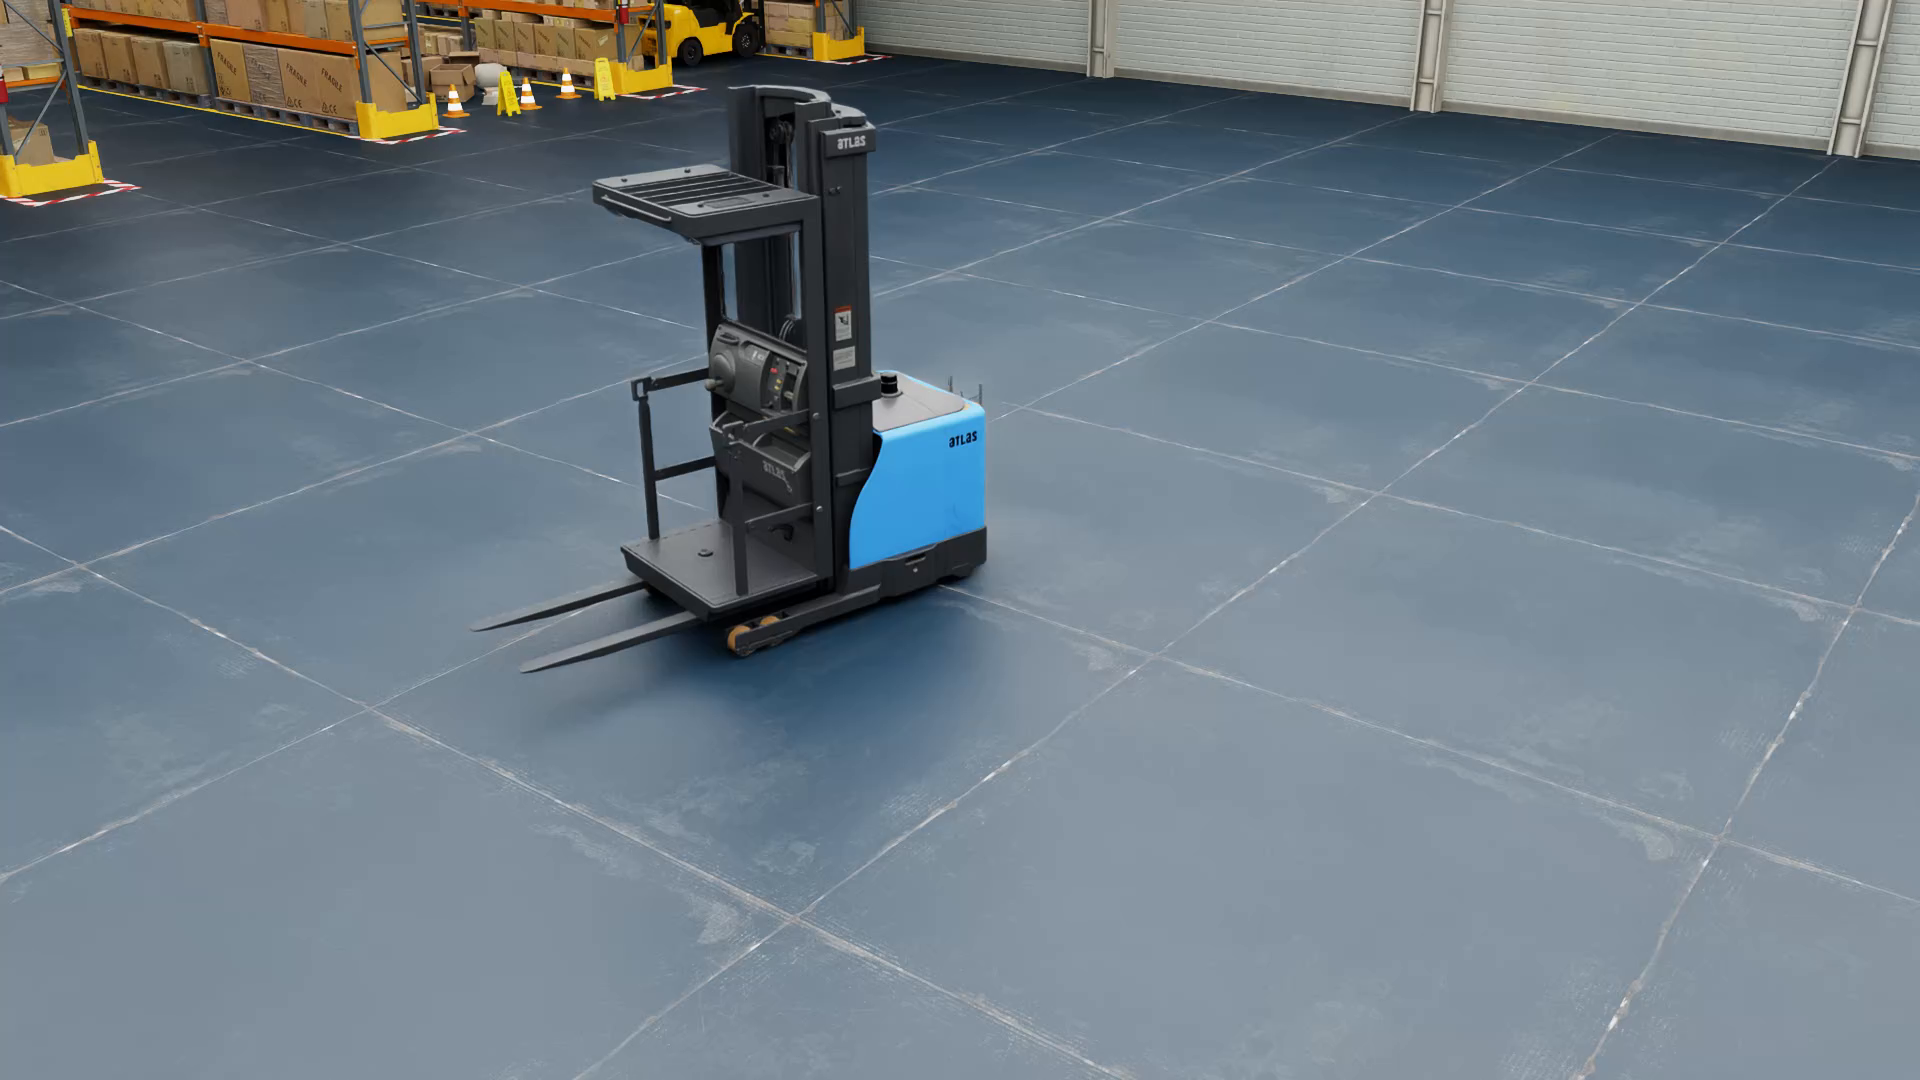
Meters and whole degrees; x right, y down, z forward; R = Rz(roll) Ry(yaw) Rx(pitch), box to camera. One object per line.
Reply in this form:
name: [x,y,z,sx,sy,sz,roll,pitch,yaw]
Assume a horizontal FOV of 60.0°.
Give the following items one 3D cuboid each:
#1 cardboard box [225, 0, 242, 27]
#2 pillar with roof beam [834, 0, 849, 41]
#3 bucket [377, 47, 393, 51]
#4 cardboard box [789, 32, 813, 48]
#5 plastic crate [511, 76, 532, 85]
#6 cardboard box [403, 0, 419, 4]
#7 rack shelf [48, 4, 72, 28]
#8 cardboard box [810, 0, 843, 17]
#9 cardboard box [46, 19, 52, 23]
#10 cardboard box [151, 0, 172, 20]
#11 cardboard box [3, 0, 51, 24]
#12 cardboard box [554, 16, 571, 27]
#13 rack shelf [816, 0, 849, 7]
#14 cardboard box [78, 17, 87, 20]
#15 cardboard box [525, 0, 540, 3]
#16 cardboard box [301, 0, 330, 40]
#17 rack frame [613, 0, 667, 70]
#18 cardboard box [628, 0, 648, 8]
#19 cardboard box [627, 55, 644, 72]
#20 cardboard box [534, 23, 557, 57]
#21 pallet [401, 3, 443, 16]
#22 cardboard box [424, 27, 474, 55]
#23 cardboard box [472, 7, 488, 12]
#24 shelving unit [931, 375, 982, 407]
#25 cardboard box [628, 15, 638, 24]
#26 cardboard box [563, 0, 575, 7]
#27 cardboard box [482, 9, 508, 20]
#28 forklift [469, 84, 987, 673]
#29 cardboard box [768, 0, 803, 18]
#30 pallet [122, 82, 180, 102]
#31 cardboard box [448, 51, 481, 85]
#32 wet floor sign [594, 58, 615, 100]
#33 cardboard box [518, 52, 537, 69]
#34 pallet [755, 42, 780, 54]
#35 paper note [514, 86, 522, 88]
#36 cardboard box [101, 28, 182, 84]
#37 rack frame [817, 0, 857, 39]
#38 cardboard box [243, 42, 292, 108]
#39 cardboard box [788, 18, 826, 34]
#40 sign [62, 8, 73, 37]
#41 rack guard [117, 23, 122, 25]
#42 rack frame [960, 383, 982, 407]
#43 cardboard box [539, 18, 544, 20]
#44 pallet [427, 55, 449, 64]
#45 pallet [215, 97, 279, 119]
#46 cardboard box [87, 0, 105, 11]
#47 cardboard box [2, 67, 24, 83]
cardboard box: [-10.614,-8.133,25.303,0.550,0.550,0.875,17,29,33]
pillar with roof beam: [-4.906,-12.348,27.614,0.400,9.000,9.100,17,29,33]
bucket: [-9.879,-8.184,27.780,0.726,0.611,0.620,-15,18,-30]
cardboard box: [-2.873,-9.478,31.431,0.500,0.250,0.500,17,29,34]
plastic crate: [-7.718,-7.917,28.619,0.583,0.080,0.402,7,25,15]
cardboard box: [-12.532,-12.362,38.101,0.250,0.149,0.380,16,28,32]
rack shelf: [-16.171,-9.398,29.251,4.000,0.370,1.077,17,29,33]
cardboard box: [-2.579,-10.101,31.605,0.500,0.250,0.500,16,29,33]
cardboard box: [-15.686,-8.834,28.729,0.500,0.250,0.500,17,29,34]
cardboard box: [-12.352,-8.484,26.160,0.500,0.500,0.500,16,29,33]
cardboard box: [-11.502,-6.593,20.260,0.500,0.500,0.500,17,29,33]
cardboard box: [-6.612,-8.742,28.027,0.250,0.149,0.380,17,29,34]
rack shelf: [-3.908,-10.687,32.177,4.000,0.370,1.077,17,29,33]
cardboard box: [-15.383,-9.002,29.110,0.500,0.250,0.500,16,29,33]
cardboard box: [-7.186,-9.238,28.309,0.250,0.149,0.380,17,29,33]
cardboard box: [-8.947,-7.578,24.043,0.550,0.550,0.875,17,29,33]
rack frame: [-5.281,-8.930,27.298,0.127,3.000,1.000,17,29,33]
cardboard box: [-5.429,-8.964,27.686,0.250,0.149,0.380,17,29,33]
cardboard box: [-5.761,-8.148,28.412,0.500,0.250,0.500,17,29,33]
cardboard box: [-6.898,-8.566,28.431,0.500,0.500,0.500,16,28,32]
pallet: [-12.459,-12.324,38.460,1.213,0.211,1.003,17,29,33]
cardboard box: [-9.481,-9.186,30.616,0.625,0.372,0.950,19,30,36]
cardboard box: [-10.418,-11.918,36.658,0.500,0.500,0.500,16,28,31]
shelving unit: [-0.023,-0.497,10.575,0.252,1.050,0.215,19,30,37]
cardboard box: [-6.549,-10.918,34.233,0.625,0.625,0.875,16,29,33]
cardboard box: [-6.395,-8.983,27.730,0.250,0.149,0.380,17,29,34]
cardboard box: [-8.108,-9.192,29.047,0.250,0.149,0.380,17,29,34]
forklift: [-1.302,-0.934,9.235,3.031,2.935,1.130,-18,29,-35]
cardboard box: [-3.275,-10.056,31.503,0.500,0.250,0.500,17,29,34]
pallet: [-13.013,-7.457,27.412,1.213,0.211,1.003,17,29,33]
cardboard box: [-8.441,-8.056,28.412,0.500,0.500,0.500,-5,24,-12]
wet floor sign: [-5.771,-7.461,26.884,0.267,0.644,0.232,-15,28,-30]
cardboard box: [-7.312,-8.349,28.867,0.500,0.250,0.500,16,29,33]
pallet: [-3.917,-9.723,32.556,1.213,0.211,1.003,17,29,33]
paper note: [-7.491,-7.667,28.114,0.148,0.019,0.142,7,25,15]
cardboard box: [-13.436,-8.019,27.499,0.750,0.750,1.050,17,29,34]
rack frame: [-2.308,-10.532,30.934,0.127,3.000,1.000,17,29,33]
cardboard box: [-10.185,-7.104,25.268,0.875,0.875,0.875,17,29,34]
cardboard box: [-2.884,-9.712,31.341,0.500,0.250,0.500,16,29,33]
sign: [-10.900,-6.304,20.264,0.005,0.325,0.100,17,29,33]
rack guard: [-18.104,-11.661,36.596,0.348,0.500,1.175,17,29,33]
rack frame: [0.069,-0.464,10.502,0.008,1.050,0.200,19,30,37]
cardboard box: [-7.031,-8.872,29.126,0.500,0.500,0.500,19,30,36]
pallet: [-9.106,-8.809,30.481,1.213,0.211,1.003,17,29,33]
pallet: [-10.809,-6.791,25.900,1.213,0.211,1.003,17,29,33]
cardboard box: [-13.965,-8.971,27.267,0.500,0.500,0.500,17,29,33]
cardboard box: [-11.577,-5.620,20.097,0.250,0.149,0.380,17,29,33]
